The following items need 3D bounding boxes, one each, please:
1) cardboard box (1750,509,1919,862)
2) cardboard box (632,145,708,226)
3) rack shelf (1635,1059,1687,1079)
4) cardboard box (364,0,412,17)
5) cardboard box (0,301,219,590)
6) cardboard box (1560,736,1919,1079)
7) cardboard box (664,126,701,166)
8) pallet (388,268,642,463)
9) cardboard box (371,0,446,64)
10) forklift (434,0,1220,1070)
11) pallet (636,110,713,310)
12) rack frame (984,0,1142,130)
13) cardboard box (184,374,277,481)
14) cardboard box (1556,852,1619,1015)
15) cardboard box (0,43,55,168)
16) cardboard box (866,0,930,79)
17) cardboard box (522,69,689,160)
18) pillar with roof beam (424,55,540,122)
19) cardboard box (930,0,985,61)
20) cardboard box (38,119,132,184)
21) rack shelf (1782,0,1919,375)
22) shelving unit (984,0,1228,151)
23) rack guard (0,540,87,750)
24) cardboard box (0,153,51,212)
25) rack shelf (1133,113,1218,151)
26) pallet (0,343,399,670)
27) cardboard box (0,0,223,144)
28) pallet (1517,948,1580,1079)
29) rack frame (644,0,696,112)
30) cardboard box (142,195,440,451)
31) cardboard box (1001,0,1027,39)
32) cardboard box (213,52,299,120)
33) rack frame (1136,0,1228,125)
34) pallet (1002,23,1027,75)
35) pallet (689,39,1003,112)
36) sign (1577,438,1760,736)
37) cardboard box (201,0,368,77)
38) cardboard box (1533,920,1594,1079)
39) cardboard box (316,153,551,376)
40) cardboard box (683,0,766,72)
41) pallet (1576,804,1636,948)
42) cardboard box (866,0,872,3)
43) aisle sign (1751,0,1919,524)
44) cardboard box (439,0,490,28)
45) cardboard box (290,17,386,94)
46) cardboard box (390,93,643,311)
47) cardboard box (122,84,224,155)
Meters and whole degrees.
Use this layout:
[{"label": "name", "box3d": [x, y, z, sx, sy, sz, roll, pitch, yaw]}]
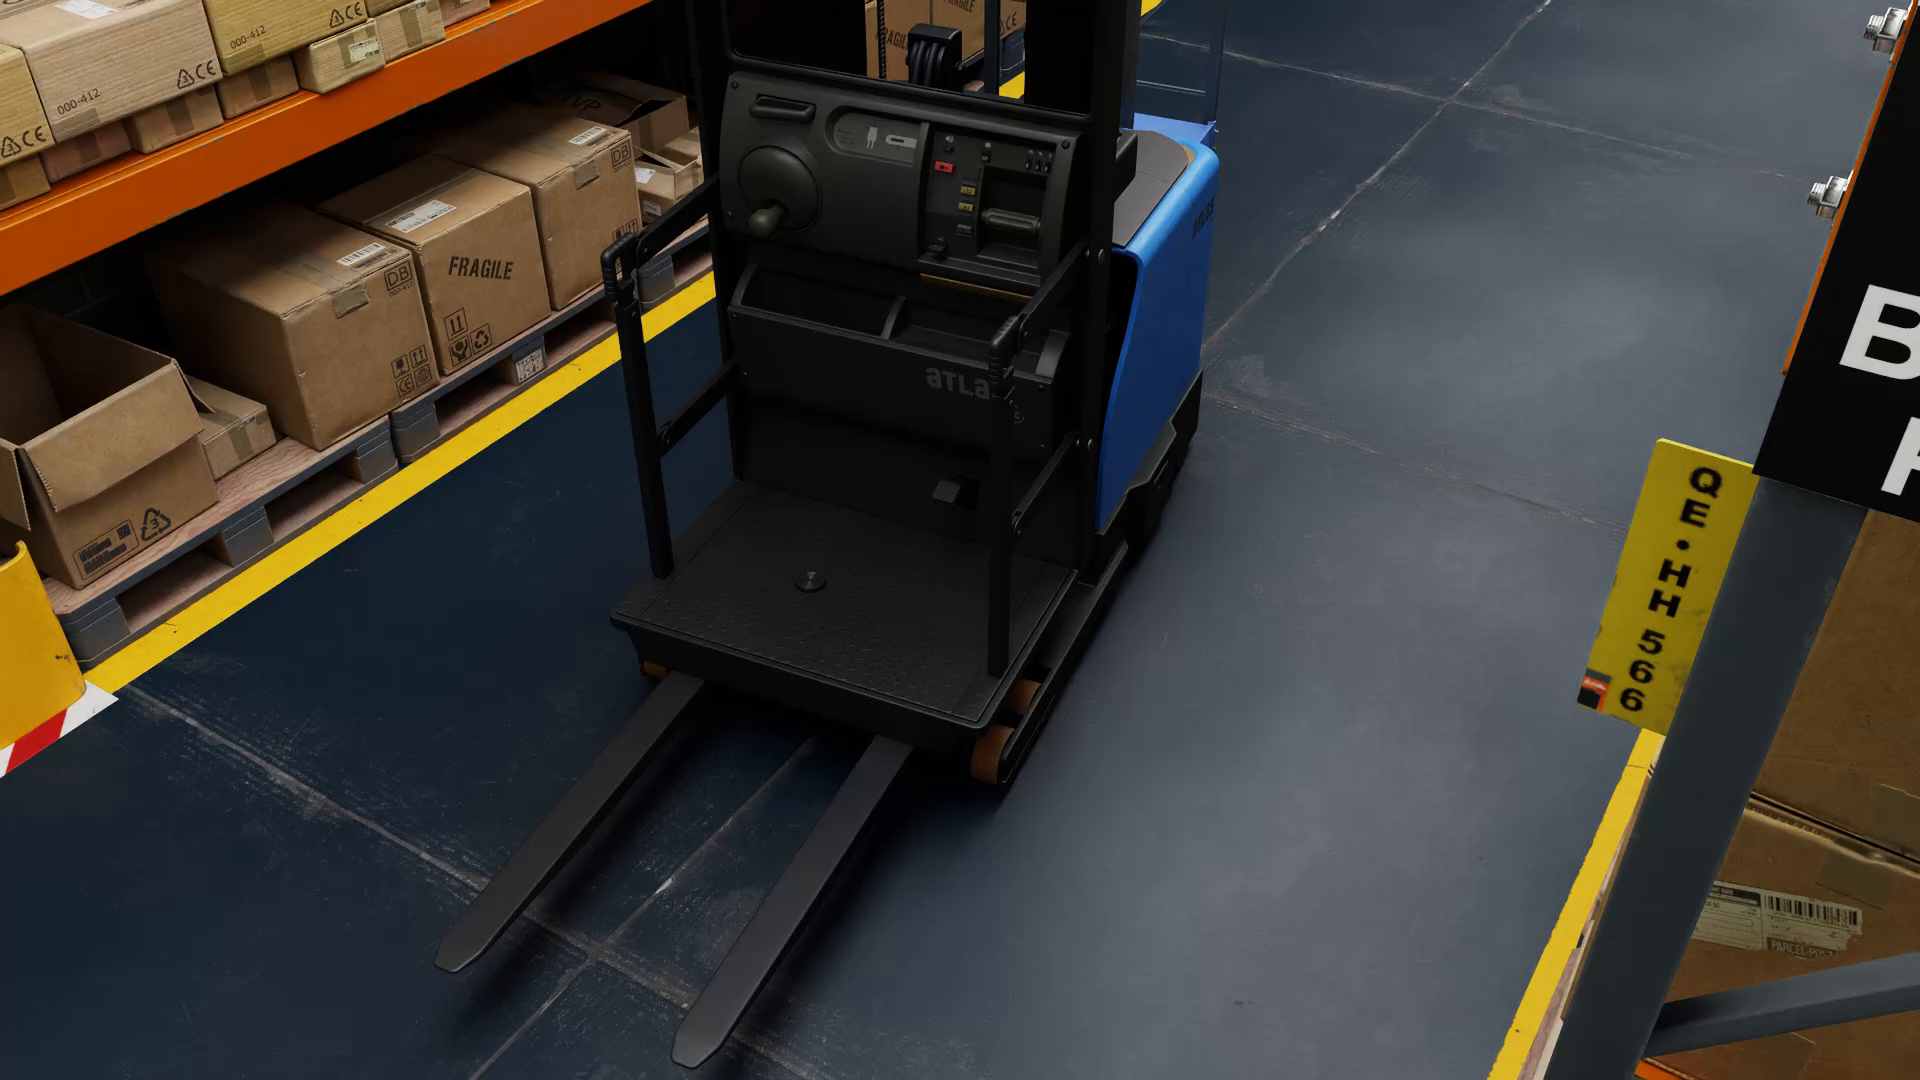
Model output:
[{"label": "cardboard box", "box3d": [1.181, 0.028, 1.856, 0.500, 0.500, 0.500, 23, 43, 27]}, {"label": "cardboard box", "box3d": [-1.168, -1.410, 6.517, 0.396, 0.266, 0.258, 23, 43, 27]}, {"label": "rack shelf", "box3d": [2.196, 0.044, 3.325, 1.077, 0.370, 4.000, 21, 42, 25]}, {"label": "cardboard box", "box3d": [-1.804, -1.829, 5.044, 0.500, 0.250, 0.500, 20, 42, 24]}, {"label": "cardboard box", "box3d": [-2.661, -0.293, 4.874, 0.797, 0.503, 0.637, 19, 42, 23]}, {"label": "cardboard box", "box3d": [1.159, 0.415, 2.172, 0.500, 0.500, 0.500, 21, 42, 25]}, {"label": "cardboard box", "box3d": [-0.977, -1.547, 6.792, 0.380, 0.149, 0.250, 20, 42, 24]}, {"label": "pallet", "box3d": [-1.948, -0.804, 6.120, 1.003, 0.211, 1.213, 21, 42, 25]}, {"label": "cardboard box", "box3d": [-1.805, -1.602, 5.077, 0.380, 0.149, 0.250, 22, 43, 26]}, {"label": "forklift", "box3d": [-0.251, -0.812, 3.902, 1.130, 2.935, 3.031, 15, 40, 19]}, {"label": "pallet", "box3d": [-1.295, -1.435, 6.939, 1.003, 0.211, 1.213, 21, 42, 25]}, {"label": "rack frame", "box3d": [0.313, -1.129, 5.486, 0.500, 1.500, 0.032, 15, 40, 19]}, {"label": "cardboard box", "box3d": [-2.401, -0.359, 5.250, 0.380, 0.149, 0.250, 19, 42, 23]}, {"label": "cardboard box", "box3d": [1.876, 0.791, 3.521, 0.875, 0.438, 0.875, 22, 43, 26]}, {"label": "cardboard box", "box3d": [-2.599, -1.036, 4.016, 0.500, 0.250, 0.500, 21, 42, 25]}, {"label": "cardboard box", "box3d": [-0.477, -2.246, 7.410, 0.500, 0.500, 0.500, 23, 43, 27]}, {"label": "cardboard box", "box3d": [-1.480, -1.732, 6.898, 0.500, 0.311, 0.500, 23, 43, 27]}, {"label": "pillar with roof beam", "box3d": [1.575, -3.797, 2.805, 9.100, 9.000, 0.400, 21, 42, 25]}, {"label": "cardboard box", "box3d": [-0.200, -2.523, 7.770, 0.500, 0.500, 0.500, 21, 42, 25]}, {"label": "cardboard box", "box3d": [-2.453, -1.105, 4.432, 0.380, 0.149, 0.250, 21, 42, 25]}, {"label": "rack shelf", "box3d": [2.196, -1.144, 2.409, 1.077, 0.370, 4.000, 21, 42, 25]}, {"label": "shelving unit", "box3d": [0.517, -1.413, 5.855, 0.538, 1.500, 1.048, 15, 40, 19]}, {"label": "rack guard", "box3d": [-3.028, 0.119, 4.686, 1.175, 0.500, 0.348, 21, 42, 25]}, {"label": "cardboard box", "box3d": [-2.564, -0.958, 4.241, 0.380, 0.149, 0.250, 22, 43, 26]}, {"label": "rack shelf", "box3d": [0.517, -1.271, 5.965, 0.538, 0.185, 1.000, 15, 40, 19]}, {"label": "pallet", "box3d": [-2.602, -0.177, 5.307, 1.003, 0.211, 1.213, 21, 42, 25]}, {"label": "cardboard box", "box3d": [-2.329, -1.296, 4.353, 0.500, 0.250, 0.500, 22, 43, 26]}, {"label": "pallet", "box3d": [1.486, 1.457, 3.187, 1.003, 0.211, 1.213, 21, 42, 25]}, {"label": "rack frame", "box3d": [-0.926, -2.893, 6.547, 1.000, 3.000, 0.127, 21, 42, 25]}, {"label": "cardboard box", "box3d": [-2.171, -0.720, 5.431, 0.700, 0.500, 0.500, 23, 43, 27]}, {"label": "cardboard box", "box3d": [0.071, -2.779, 8.102, 0.500, 0.500, 0.500, 20, 42, 24]}, {"label": "cardboard box", "box3d": [-2.128, -1.354, 4.755, 0.380, 0.149, 0.250, 22, 43, 26]}, {"label": "rack frame", "box3d": [0.722, -1.697, 6.223, 0.500, 1.500, 0.032, 15, 40, 19]}, {"label": "pallet", "box3d": [0.131, -2.852, 8.777, 1.003, 0.211, 1.213, 21, 42, 25]}, {"label": "pallet", "box3d": [-0.522, -2.221, 7.958, 1.003, 0.211, 1.213, 21, 42, 25]}, {"label": "sign", "box3d": [0.673, 0.053, 1.582, 0.100, 0.325, 0.005, 21, 42, 25]}, {"label": "cardboard box", "box3d": [-2.060, -1.558, 4.693, 0.500, 0.250, 0.500, 20, 42, 24]}, {"label": "cardboard box", "box3d": [1.393, 1.266, 2.906, 0.875, 0.438, 0.875, 20, 42, 24]}, {"label": "cardboard box", "box3d": [-1.803, -0.960, 5.742, 0.500, 0.500, 0.500, 22, 43, 26]}, {"label": "cardboard box", "box3d": [-0.913, -2.420, 7.635, 0.500, 0.500, 0.500, 21, 42, 25]}, {"label": "pallet", "box3d": [2.141, 0.830, 4.000, 1.003, 0.211, 1.213, 21, 42, 25]}, {"label": "cardboard box", "box3d": [-0.509, -2.425, 7.110, 0.380, 0.149, 0.250, 23, 43, 27]}, {"label": "aisle sign", "box3d": [0.824, -0.304, 1.058, 0.394, 0.787, 0.004, 21, 42, 25]}, {"label": "cardboard box", "box3d": [-1.725, -1.757, 5.279, 0.380, 0.149, 0.250, 21, 42, 25]}, {"label": "cardboard box", "box3d": [-1.929, -1.459, 4.892, 0.380, 0.149, 0.250, 20, 42, 24]}, {"label": "cardboard box", "box3d": [-1.614, -1.255, 6.125, 0.700, 0.500, 0.500, 20, 42, 23]}, {"label": "cardboard box", "box3d": [-2.266, -1.215, 4.575, 0.380, 0.149, 0.250, 23, 43, 26]}]
